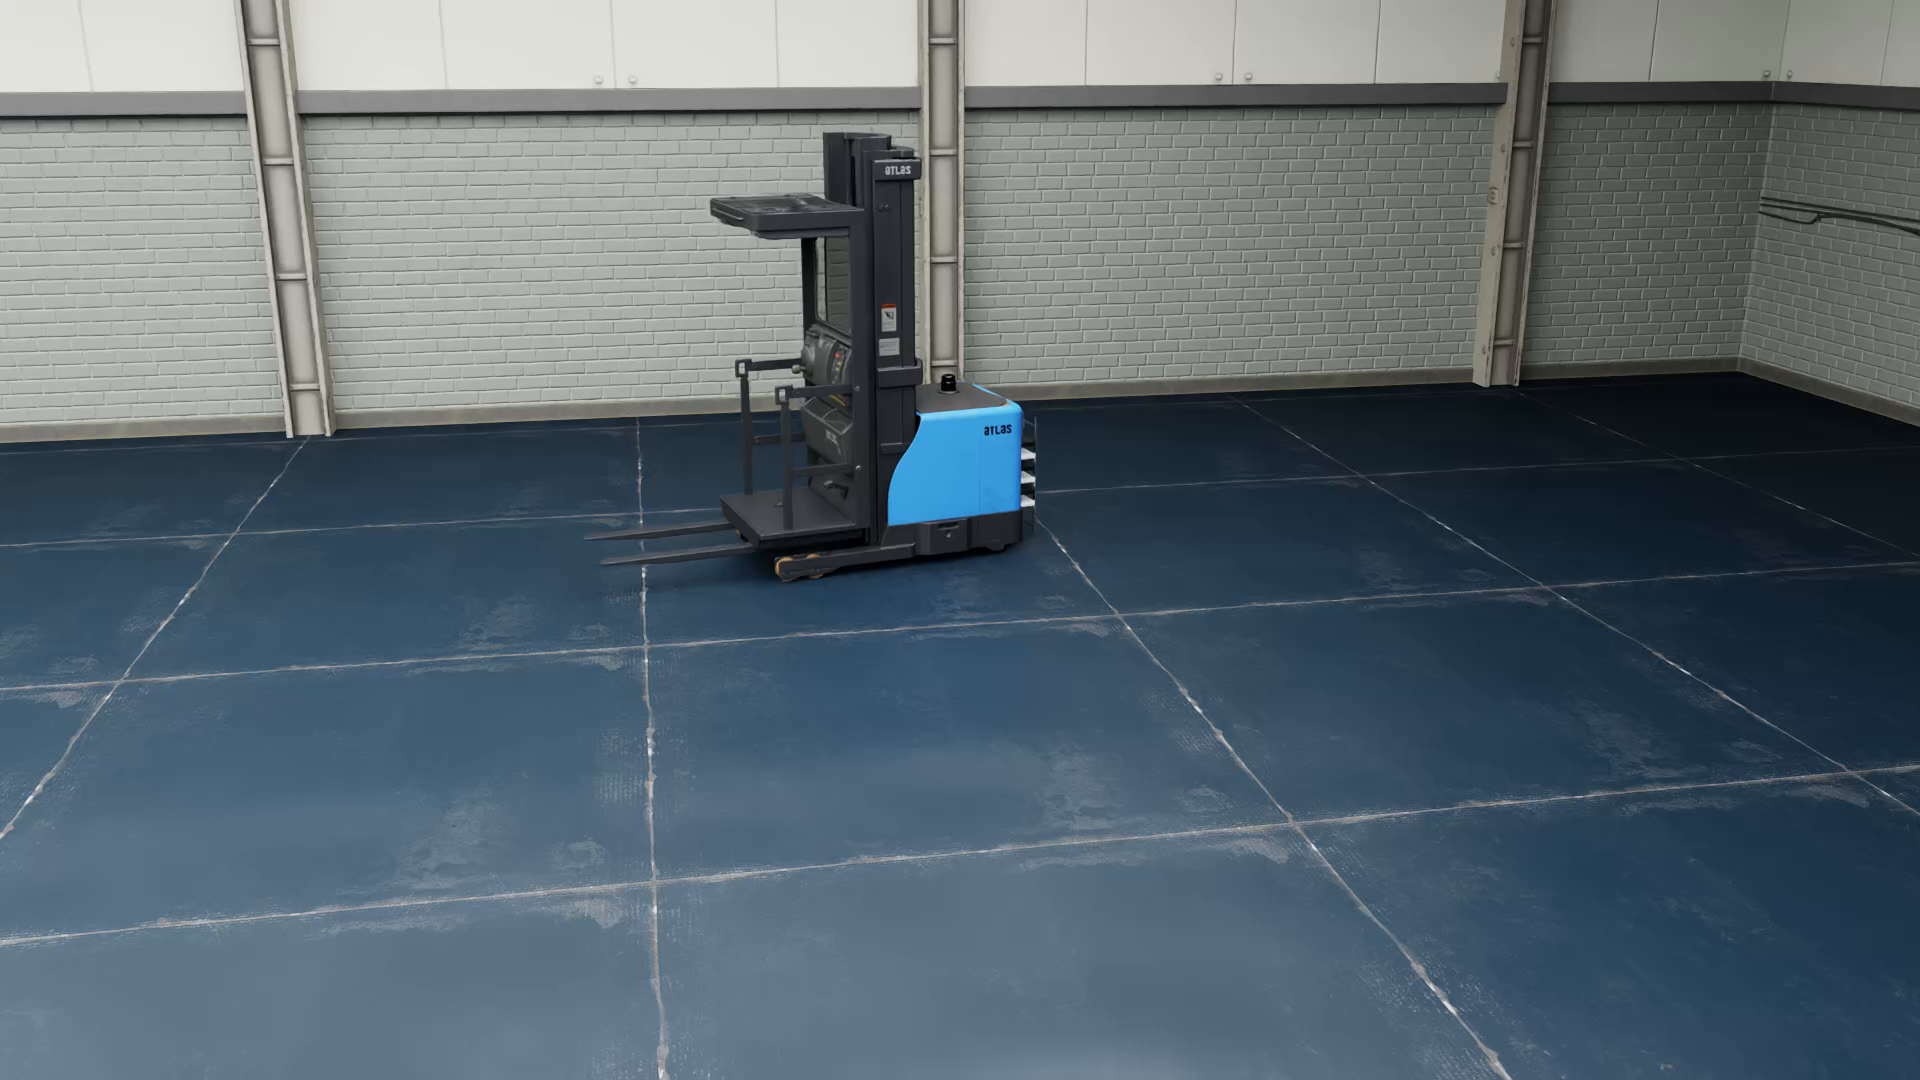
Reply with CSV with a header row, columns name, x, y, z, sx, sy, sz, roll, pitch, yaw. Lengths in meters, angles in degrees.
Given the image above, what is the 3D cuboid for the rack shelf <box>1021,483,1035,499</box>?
name,x,y,z,sx,sy,sz,roll,pitch,yaw
rack shelf,0.416,-0.366,12.391,0.200,0.077,0.258,-7,18,-22

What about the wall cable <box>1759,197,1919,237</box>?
name,x,y,z,sx,sy,sz,roll,pitch,yaw
wall cable,8.855,-4.271,16.181,0.112,2.526,3.097,-3,17,-10

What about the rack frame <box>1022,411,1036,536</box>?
name,x,y,z,sx,sy,sz,roll,pitch,yaw
rack frame,0.510,-0.496,12.393,0.006,0.900,0.240,-7,18,-22

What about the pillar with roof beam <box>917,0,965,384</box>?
name,x,y,z,sx,sy,sz,roll,pitch,yaw
pillar with roof beam,0.638,-4.398,11.303,0.400,9.000,9.100,-3,17,-10

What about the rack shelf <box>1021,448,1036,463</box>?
name,x,y,z,sx,sy,sz,roll,pitch,yaw
rack shelf,0.416,-0.624,12.312,0.200,0.077,0.258,-7,18,-22

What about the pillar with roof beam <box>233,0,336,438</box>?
name,x,y,z,sx,sy,sz,roll,pitch,yaw
pillar with roof beam,-5.253,-4.063,10.215,0.400,9.000,9.100,-3,17,-10

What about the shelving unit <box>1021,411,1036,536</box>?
name,x,y,z,sx,sy,sz,roll,pitch,yaw
shelving unit,0.416,-0.484,12.355,0.210,0.900,0.258,-7,18,-22

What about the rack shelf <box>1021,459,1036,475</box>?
name,x,y,z,sx,sy,sz,roll,pitch,yaw
rack shelf,0.416,-0.538,12.338,0.200,0.077,0.258,-7,18,-22

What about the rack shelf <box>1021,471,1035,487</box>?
name,x,y,z,sx,sy,sz,roll,pitch,yaw
rack shelf,0.416,-0.452,12.365,0.200,0.077,0.258,-7,18,-22

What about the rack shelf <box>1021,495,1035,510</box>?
name,x,y,z,sx,sy,sz,roll,pitch,yaw
rack shelf,0.416,-0.280,12.418,0.200,0.077,0.258,-7,18,-22

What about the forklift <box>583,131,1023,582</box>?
name,x,y,z,sx,sy,sz,roll,pitch,yaw
forklift,-1.112,-1.291,11.522,3.031,2.935,1.130,-7,18,-22

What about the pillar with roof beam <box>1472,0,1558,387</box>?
name,x,y,z,sx,sy,sz,roll,pitch,yaw
pillar with roof beam,6.529,-4.732,12.391,0.400,9.000,9.100,-3,17,-10

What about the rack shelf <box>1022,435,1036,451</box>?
name,x,y,z,sx,sy,sz,roll,pitch,yaw
rack shelf,0.416,-0.710,12.286,0.200,0.077,0.258,-7,18,-22
